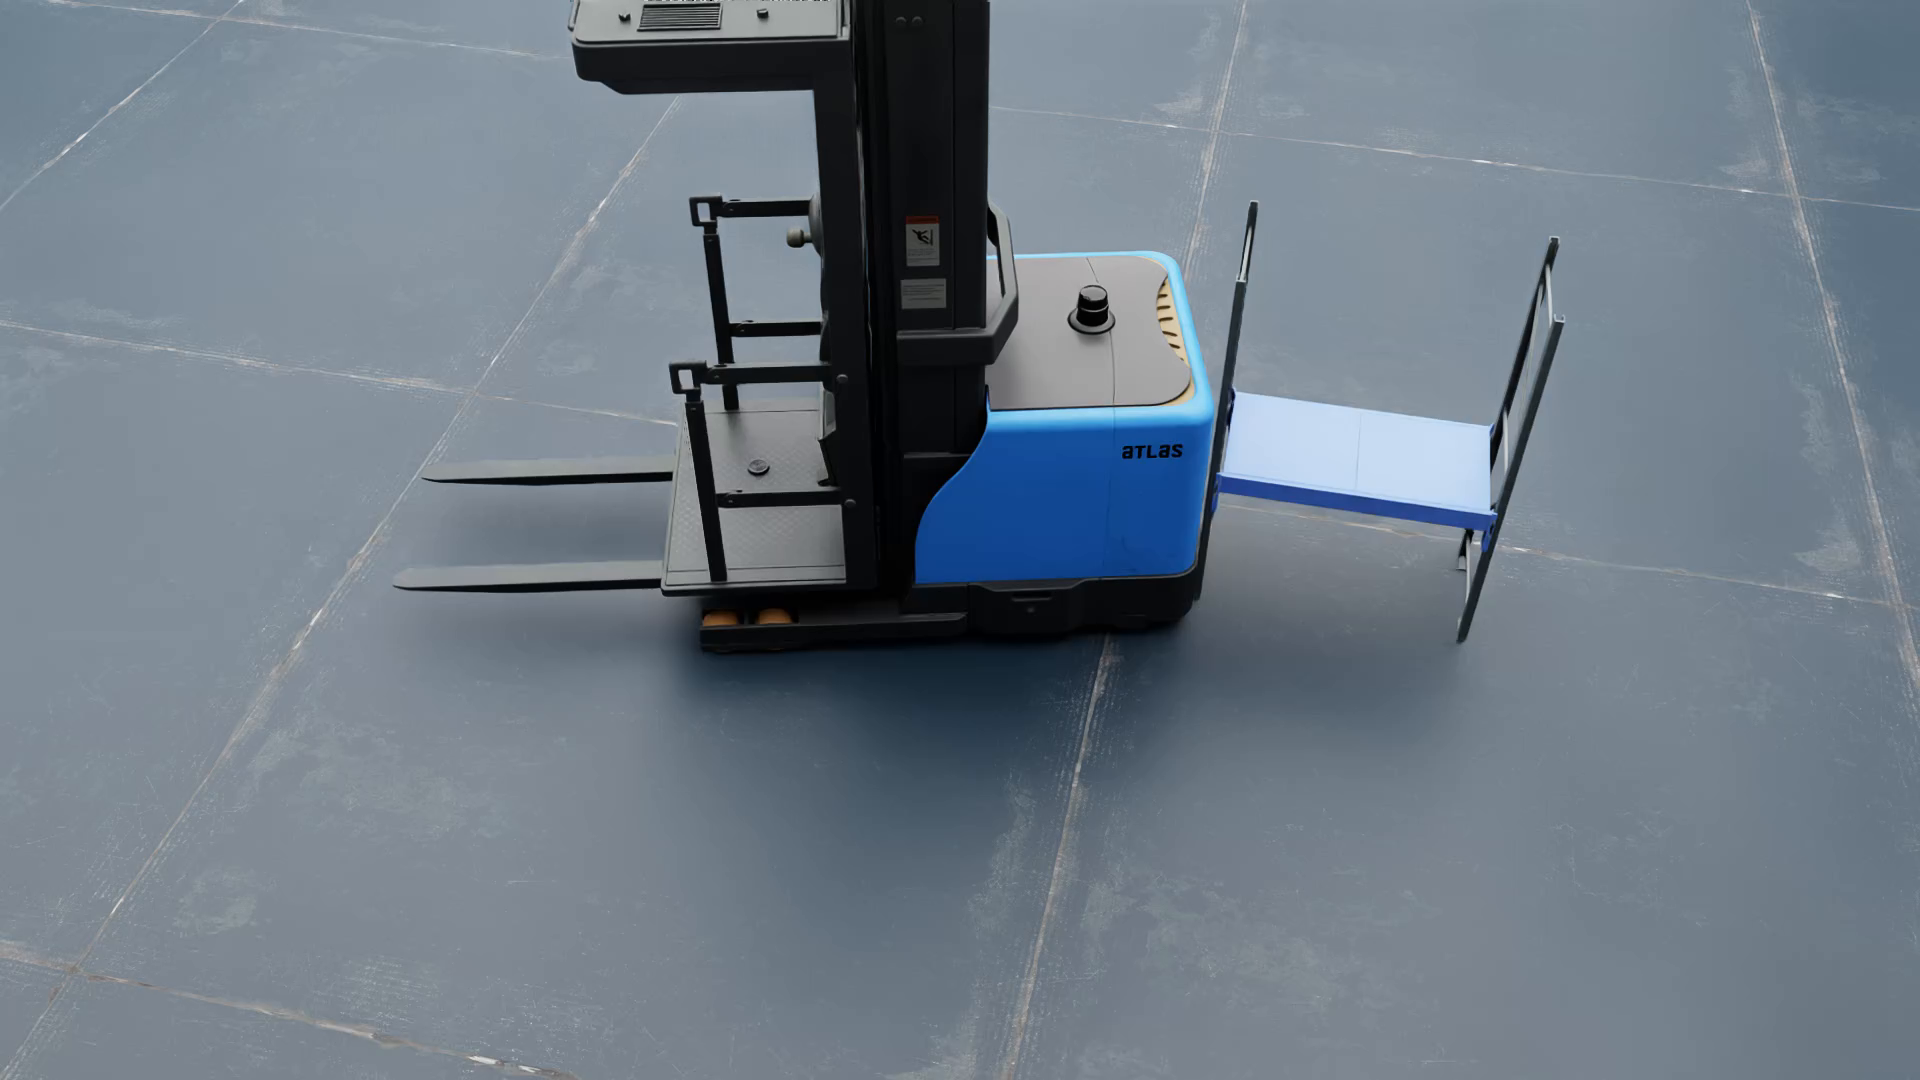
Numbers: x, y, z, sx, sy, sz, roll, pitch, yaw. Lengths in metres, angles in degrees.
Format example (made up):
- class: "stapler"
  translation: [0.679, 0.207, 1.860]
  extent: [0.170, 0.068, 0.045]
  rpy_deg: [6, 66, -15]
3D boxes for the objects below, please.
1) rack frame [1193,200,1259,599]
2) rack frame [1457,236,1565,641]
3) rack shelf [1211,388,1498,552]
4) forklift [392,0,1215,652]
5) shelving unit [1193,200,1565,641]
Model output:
- class: "rack frame"
  translation: [0.978, -0.479, 6.166]
  extent: [0.032, 1.500, 0.500]
  rpy_deg: [9, 45, 9]
- class: "rack frame"
  translation: [1.970, -0.325, 6.006]
  extent: [0.032, 1.500, 0.500]
  rpy_deg: [9, 45, 9]
- class: "rack shelf"
  translation: [1.474, -0.272, 6.211]
  extent: [1.000, 0.185, 0.538]
  rpy_deg: [9, 45, 9]
- class: "forklift"
  translation: [-0.642, -1.008, 5.684]
  extent: [3.031, 2.935, 1.130]
  rpy_deg: [-2, 44, -2]
- class: "shelving unit"
  translation: [1.474, -0.402, 6.086]
  extent: [1.048, 1.500, 0.538]
  rpy_deg: [9, 45, 9]
